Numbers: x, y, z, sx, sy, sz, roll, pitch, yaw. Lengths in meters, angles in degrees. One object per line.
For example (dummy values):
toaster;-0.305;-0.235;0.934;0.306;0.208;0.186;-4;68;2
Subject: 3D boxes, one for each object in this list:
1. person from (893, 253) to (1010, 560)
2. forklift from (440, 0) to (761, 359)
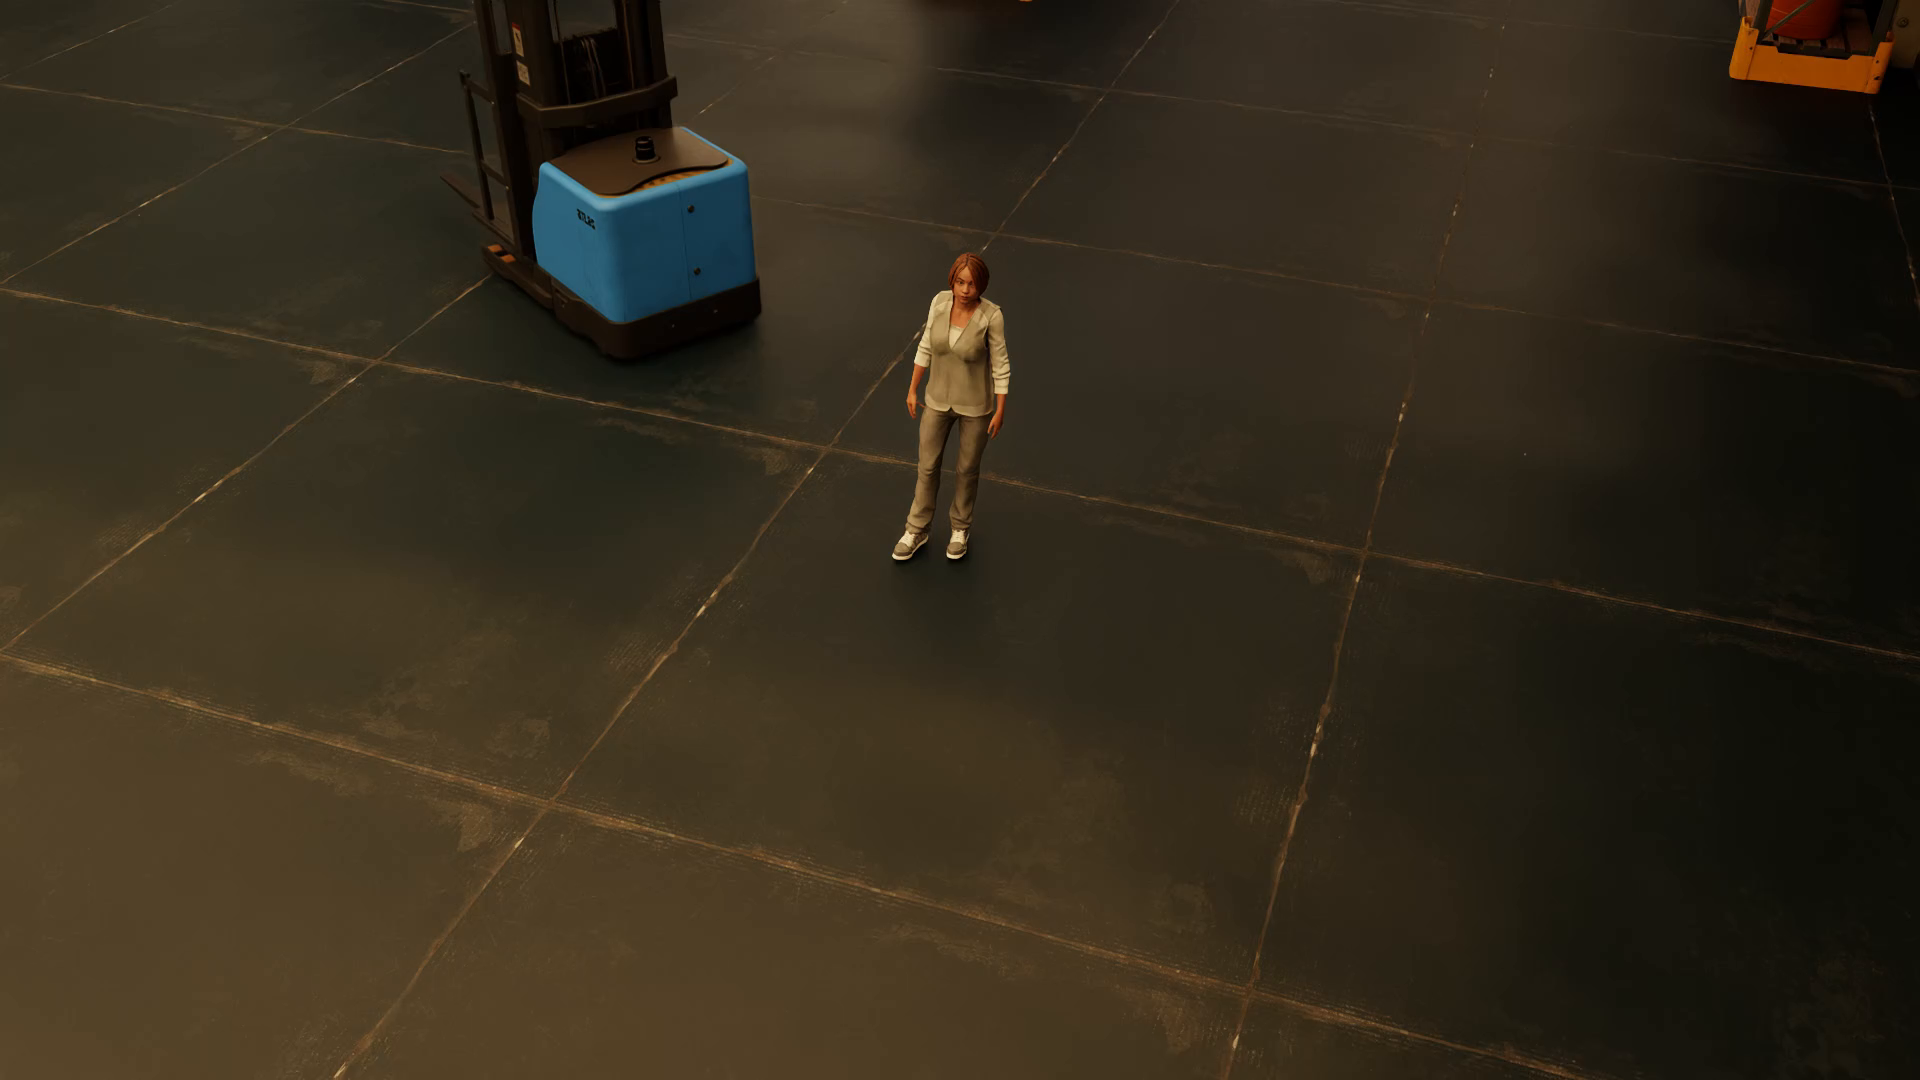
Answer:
person;-0.038;-0.620;8.125;0.520;1.599;0.473;12;37;16
forklift;-2.562;-3.085;10.462;1.130;2.935;3.031;-24;42;-30
